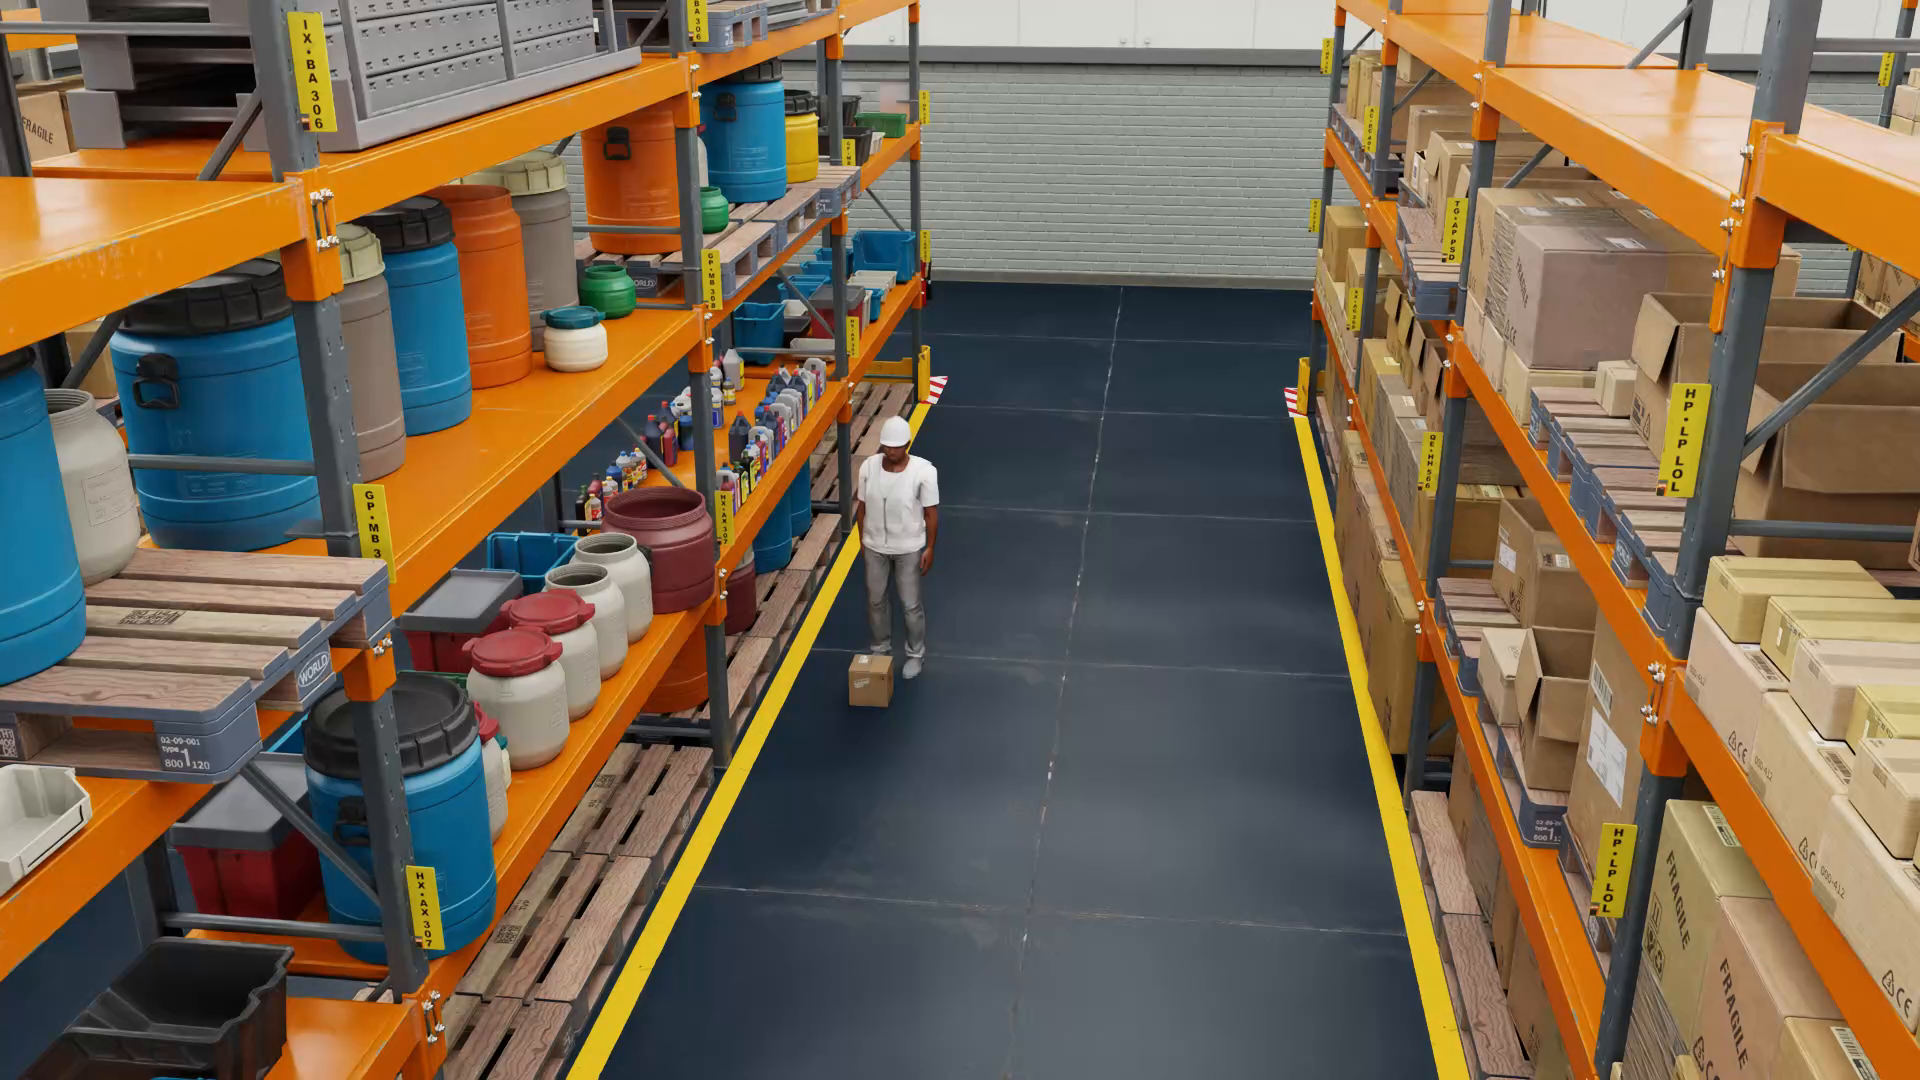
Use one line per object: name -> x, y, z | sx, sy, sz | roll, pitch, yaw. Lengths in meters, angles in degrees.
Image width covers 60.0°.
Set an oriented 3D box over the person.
person -> -0.418, 0.043, 10.961 | 0.565, 1.778, 0.361 | 7, 22, 16
